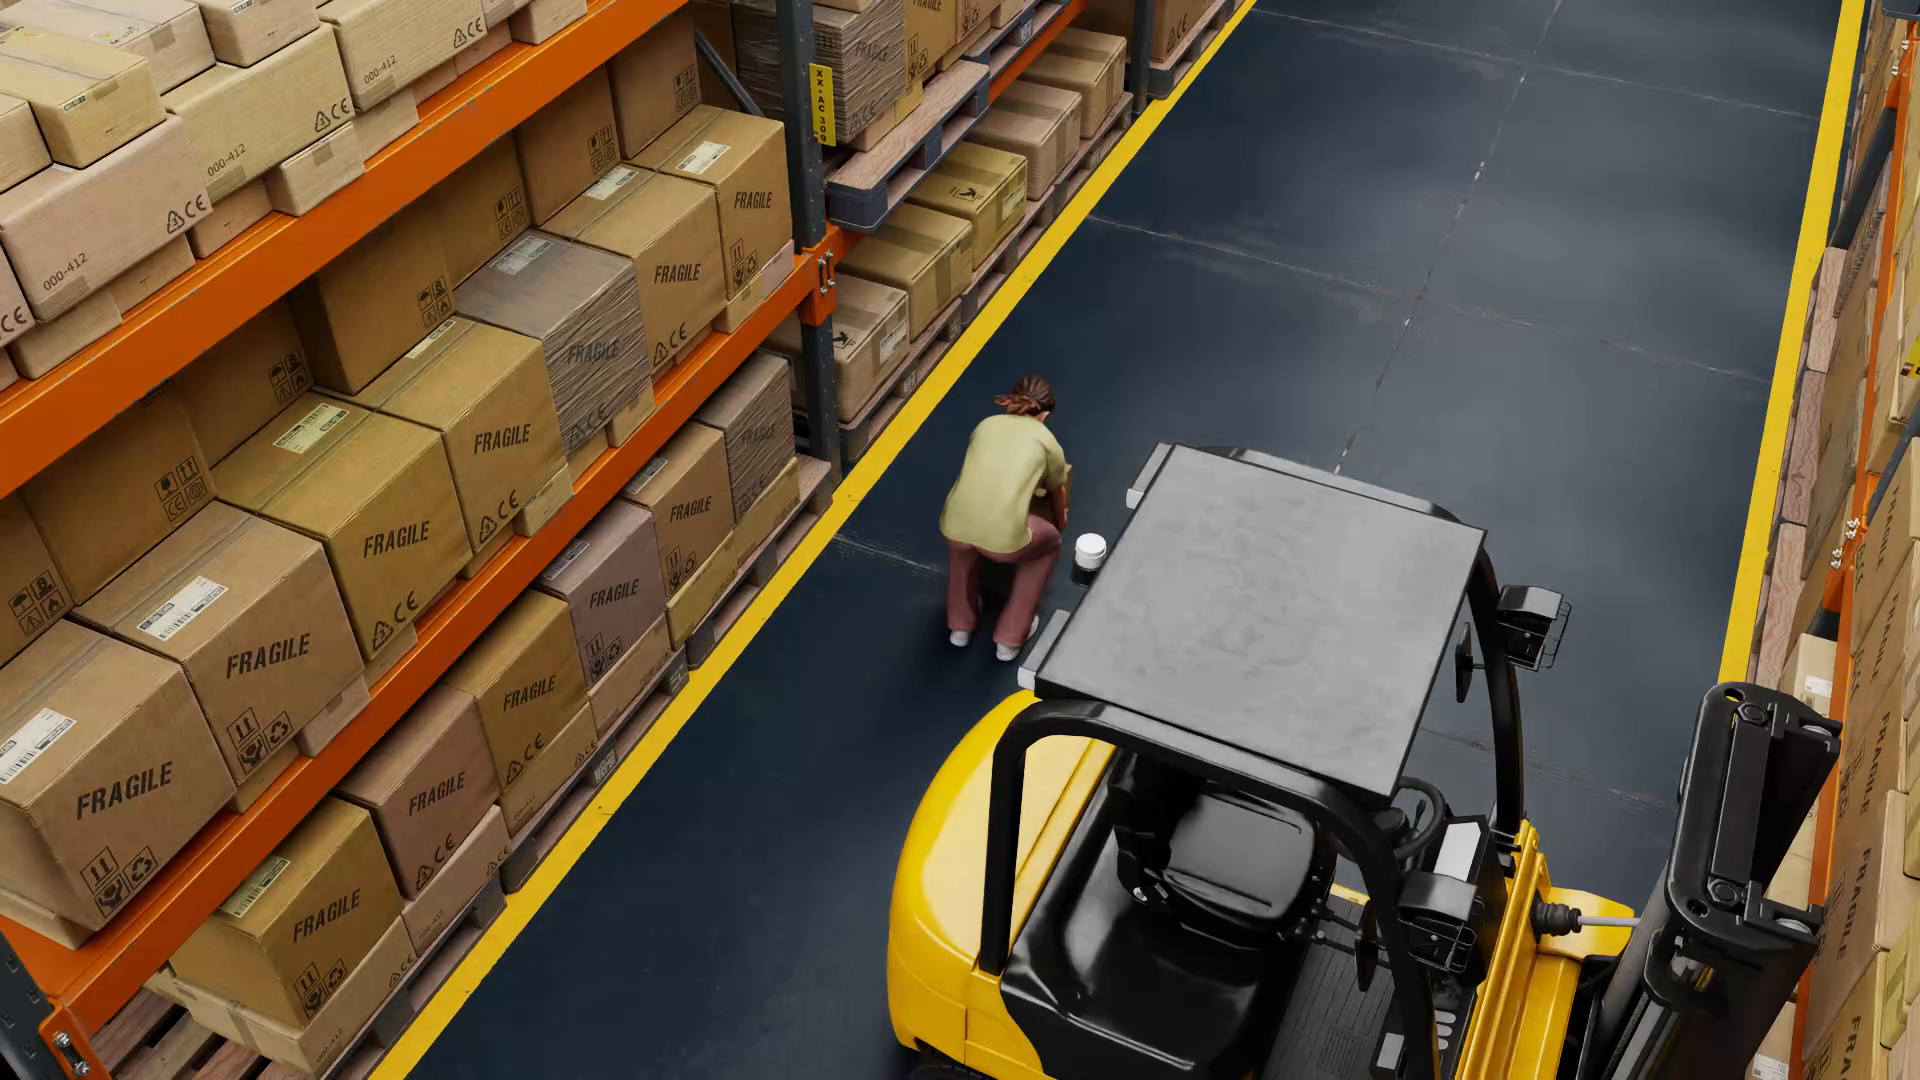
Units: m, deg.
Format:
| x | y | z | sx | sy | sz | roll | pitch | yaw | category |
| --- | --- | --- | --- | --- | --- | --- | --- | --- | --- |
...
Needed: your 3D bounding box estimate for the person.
| x | y | z | sx | sy | sz | roll | pitch | yaw | category |
| --- | --- | --- | --- | --- | --- | --- | --- | --- | --- |
| 0.193 | -0.076 | 6.785 | 0.471 | 0.950 | 0.868 | 14 | 44 | 15 | person |
